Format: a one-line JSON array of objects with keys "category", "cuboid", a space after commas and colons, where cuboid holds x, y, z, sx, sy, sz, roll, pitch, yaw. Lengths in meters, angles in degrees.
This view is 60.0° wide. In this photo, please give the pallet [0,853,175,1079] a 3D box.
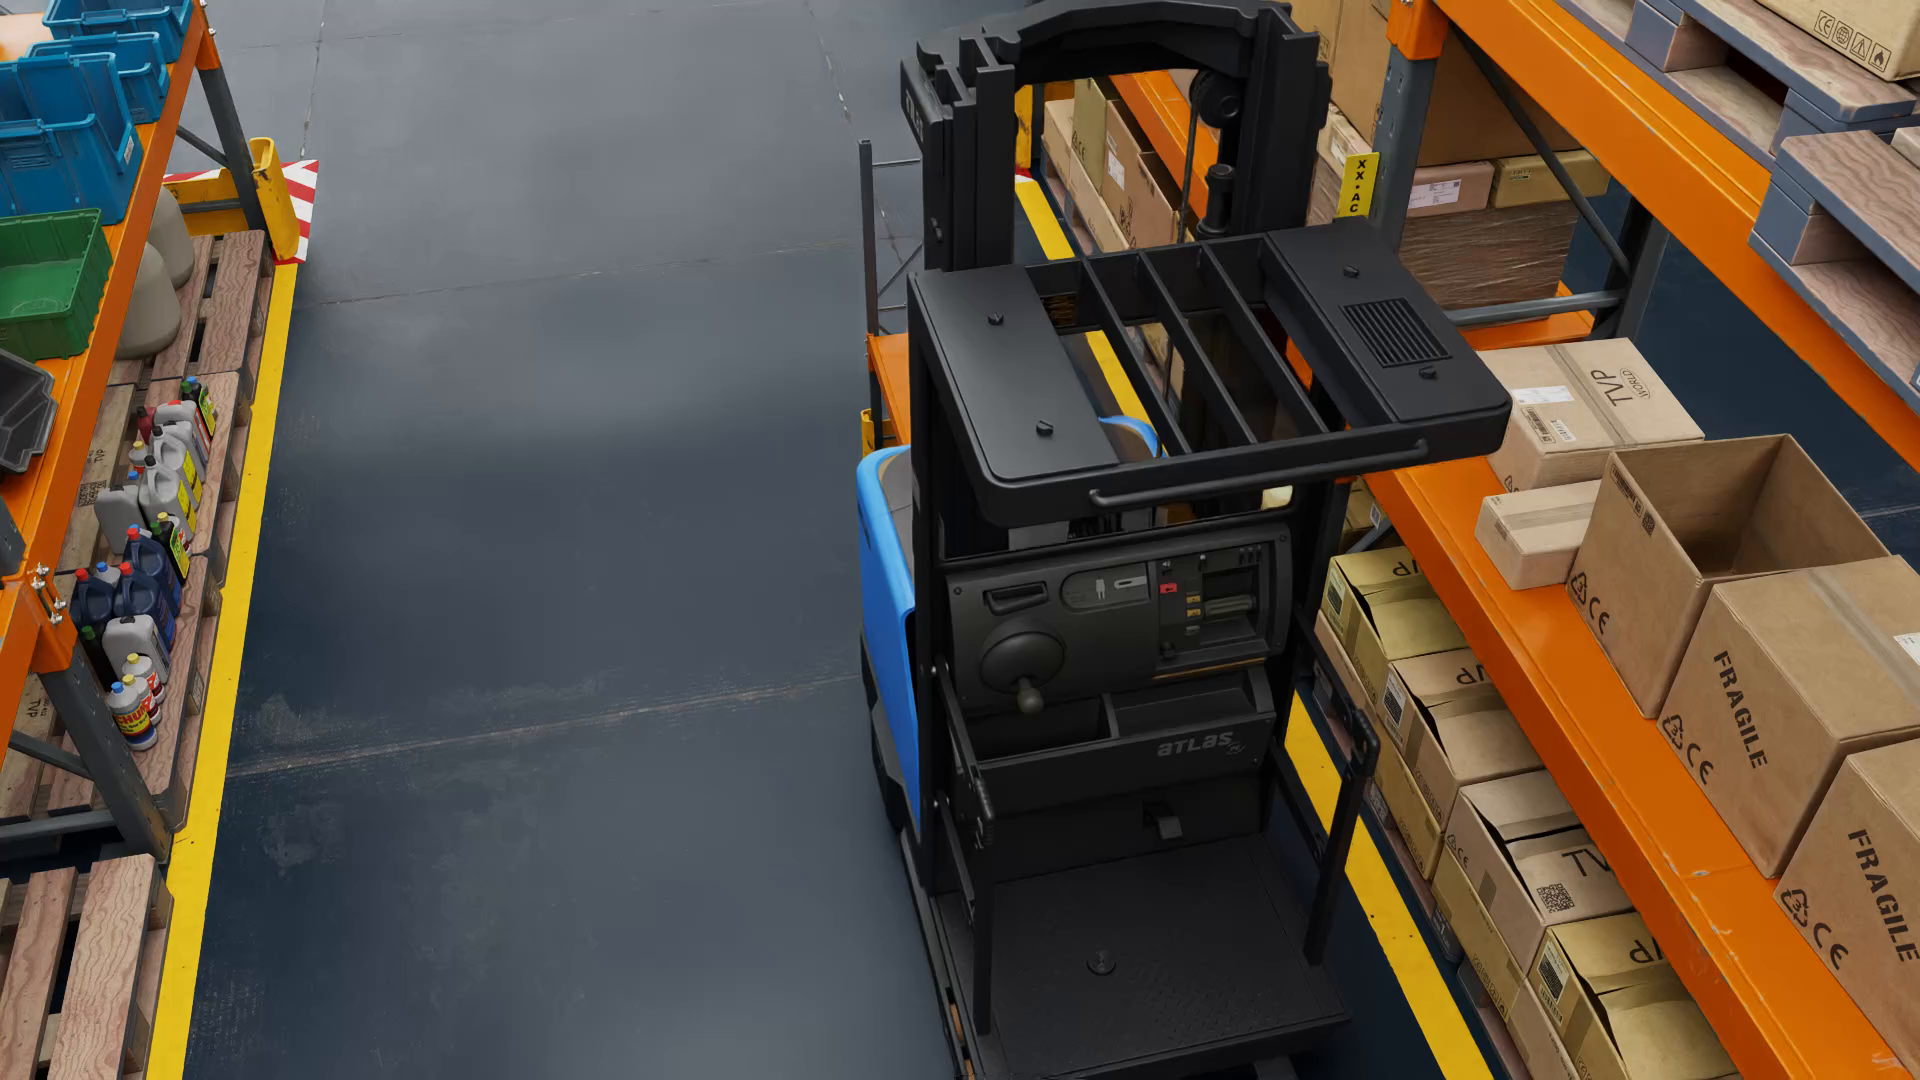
[{"category": "pallet", "cuboid": [-2.928, 1.539, 4.857, 1.003, 0.211, 1.213, -8, 42, -9]}]

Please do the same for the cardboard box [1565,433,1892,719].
[{"category": "cardboard box", "cuboid": [1.965, 0.090, 4.314, 0.500, 0.500, 0.500, -6, 42, -6]}]

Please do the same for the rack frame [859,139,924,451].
[{"category": "rack frame", "cuboid": [-0.128, -0.946, 6.686, 0.500, 1.500, 0.032, -8, 42, -9]}]

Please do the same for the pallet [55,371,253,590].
[{"category": "pallet", "cuboid": [-3.507, -0.198, 6.814, 1.003, 0.211, 1.213, -8, 42, -9]}]

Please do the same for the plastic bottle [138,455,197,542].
[{"category": "plastic bottle", "cuboid": [-3.037, -0.162, 6.337, 0.144, 0.351, 0.185, -9, 42, -10]}]

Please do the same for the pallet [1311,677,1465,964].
[{"category": "pallet", "cuboid": [1.899, 0.800, 5.690, 1.003, 0.211, 1.213, -8, 42, -9]}]

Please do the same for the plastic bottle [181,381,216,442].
[{"category": "plastic bottle", "cuboid": [-3.131, -0.548, 6.823, 0.061, 0.283, 0.133, -7, 42, -8]}]

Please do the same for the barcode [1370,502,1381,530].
[{"category": "barcode", "cuboid": [1.350, -0.078, 5.407, 0.001, 0.075, 0.075, -8, 42, -9]}]

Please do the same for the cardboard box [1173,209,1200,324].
[{"category": "cardboard box", "cuboid": [1.180, -1.042, 6.855, 0.500, 0.500, 0.500, -8, 42, -9]}]

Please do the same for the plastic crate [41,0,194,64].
[{"category": "plastic crate", "cuboid": [-3.599, -2.263, 7.152, 0.499, 0.251, 0.616, -8, 42, -9]}]

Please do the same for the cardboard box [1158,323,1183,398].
[{"category": "cardboard box", "cuboid": [1.168, -0.760, 7.102, 0.500, 0.250, 0.500, -8, 42, -9]}]

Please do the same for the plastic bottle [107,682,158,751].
[{"category": "plastic bottle", "cuboid": [-2.776, 0.579, 5.562, 0.097, 0.271, 0.097, 0, 42, 0]}]

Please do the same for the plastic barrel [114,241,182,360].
[{"category": "plastic barrel", "cuboid": [-3.674, -1.086, 7.272, 0.421, 0.512, 0.421, 0, 42, 0]}]

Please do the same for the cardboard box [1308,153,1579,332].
[{"category": "cardboard box", "cuboid": [1.600, -1.039, 5.585, 0.700, 0.500, 0.500, -9, 42, -10]}]

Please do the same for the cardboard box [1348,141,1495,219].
[{"category": "cardboard box", "cuboid": [1.434, -1.140, 5.211, 0.380, 0.149, 0.250, -8, 42, -9]}]

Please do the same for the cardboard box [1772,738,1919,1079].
[{"category": "cardboard box", "cuboid": [2.187, 0.755, 3.564, 0.500, 0.500, 0.500, -10, 43, -12]}]

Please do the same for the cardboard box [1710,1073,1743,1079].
[{"category": "cardboard box", "cuboid": [1.987, 1.572, 4.052, 0.500, 0.311, 0.500, -9, 42, -10]}]

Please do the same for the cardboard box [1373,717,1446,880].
[{"category": "cardboard box", "cuboid": [1.656, 0.785, 5.361, 0.500, 0.250, 0.500, -7, 42, -8]}]

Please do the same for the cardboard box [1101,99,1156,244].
[{"category": "cardboard box", "cuboid": [0.967, -1.691, 7.586, 0.500, 0.500, 0.500, -8, 42, -9]}]

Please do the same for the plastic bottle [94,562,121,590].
[{"category": "plastic bottle", "cuboid": [-3.054, 0.189, 6.001, 0.097, 0.271, 0.097, 0, 42, 0]}]

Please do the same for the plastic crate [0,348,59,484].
[{"category": "plastic crate", "cuboid": [-3.124, -0.342, 4.922, 0.767, 0.338, 0.504, -8, 42, -9]}]

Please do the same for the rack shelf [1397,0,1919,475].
[{"category": "rack shelf", "cuboid": [2.134, -0.271, 3.078, 1.077, 0.370, 4.000, -8, 42, -9]}]

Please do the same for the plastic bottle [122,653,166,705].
[{"category": "plastic bottle", "cuboid": [-2.820, 0.473, 5.734, 0.097, 0.201, 0.097, 0, 42, 0]}]

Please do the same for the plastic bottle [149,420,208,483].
[{"category": "plastic bottle", "cuboid": [-3.117, -0.361, 6.618, 0.152, 0.276, 0.135, -9, 42, -10]}]

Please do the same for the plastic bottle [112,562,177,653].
[{"category": "plastic bottle", "cuboid": [-2.905, 0.236, 5.888, 0.144, 0.351, 0.185, -7, 42, -8]}]

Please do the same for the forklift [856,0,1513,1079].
[{"category": "forklift", "cuboid": [0.480, 0.293, 4.212, 1.130, 2.935, 3.031, -9, 42, -10]}]

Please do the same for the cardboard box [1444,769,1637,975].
[{"category": "cardboard box", "cuboid": [1.764, 0.911, 4.797, 0.500, 0.311, 0.500, -10, 43, -11]}]

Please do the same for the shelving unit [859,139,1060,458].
[{"category": "shelving unit", "cuboid": [-0.016, -0.610, 6.308, 0.587, 1.500, 1.083, -8, 42, -9]}]

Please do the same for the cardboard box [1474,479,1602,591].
[{"category": "cardboard box", "cuboid": [1.693, -0.017, 4.699, 0.380, 0.149, 0.250, -8, 42, -9]}]

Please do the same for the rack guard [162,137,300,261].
[{"category": "rack guard", "cuboid": [-3.937, -1.623, 8.202, 1.175, 0.500, 0.348, -8, 42, -9]}]

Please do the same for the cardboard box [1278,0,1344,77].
[{"category": "cardboard box", "cuboid": [1.490, -1.851, 5.524, 0.700, 0.500, 0.500, -8, 42, -9]}]

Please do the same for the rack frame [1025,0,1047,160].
[{"category": "rack frame", "cuboid": [0.838, -3.308, 8.217, 1.000, 3.000, 0.127, -8, 42, -9]}]

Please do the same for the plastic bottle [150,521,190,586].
[{"category": "plastic bottle", "cuboid": [-2.940, 0.026, 6.176, 0.061, 0.283, 0.133, -7, 42, -7]}]

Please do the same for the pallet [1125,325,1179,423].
[{"category": "pallet", "cuboid": [1.304, -0.986, 7.701, 1.003, 0.211, 1.213, -8, 42, -9]}]

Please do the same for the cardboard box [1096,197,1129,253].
[{"category": "cardboard box", "cuboid": [0.956, -1.409, 7.833, 0.500, 0.250, 0.500, -8, 42, -9]}]

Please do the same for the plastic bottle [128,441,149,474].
[{"category": "plastic bottle", "cuboid": [-3.235, -0.303, 6.609, 0.097, 0.201, 0.097, 0, 42, 0]}]

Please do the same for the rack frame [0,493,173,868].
[{"category": "rack frame", "cuboid": [-3.136, -0.007, 4.499, 1.000, 3.000, 0.127, -8, 42, -9]}]

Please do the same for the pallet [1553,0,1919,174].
[{"category": "pallet", "cuboid": [1.905, -1.195, 3.721, 0.805, 0.209, 1.217, -10, 43, -11]}]

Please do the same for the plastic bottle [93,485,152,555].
[{"category": "plastic bottle", "cuboid": [-3.176, -0.096, 6.319, 0.152, 0.276, 0.135, -8, 42, -9]}]

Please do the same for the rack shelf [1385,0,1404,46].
[{"category": "rack shelf", "cuboid": [1.270, -2.864, 5.999, 1.077, 0.370, 4.000, -8, 42, -9]}]

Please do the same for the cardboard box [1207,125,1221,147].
[{"category": "cardboard box", "cuboid": [1.375, -1.706, 6.336, 0.700, 0.500, 0.500, -8, 42, -9]}]

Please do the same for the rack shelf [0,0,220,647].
[{"category": "rack shelf", "cuboid": [-3.567, -1.035, 6.198, 1.077, 0.370, 4.000, -8, 42, -9]}]

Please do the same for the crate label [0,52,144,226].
[{"category": "crate label", "cuboid": [-3.338, -1.459, 6.108, 0.502, 0.435, 0.616, -8, 42, -9]}]

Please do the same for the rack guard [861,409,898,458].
[{"category": "rack guard", "cuboid": [-0.124, -0.466, 7.086, 0.587, 0.250, 0.087, -8, 42, -9]}]

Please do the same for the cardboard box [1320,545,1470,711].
[{"category": "cardboard box", "cuboid": [1.548, 0.250, 5.541, 0.500, 0.311, 0.500, -8, 42, -9]}]

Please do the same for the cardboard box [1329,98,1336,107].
[{"category": "cardboard box", "cuboid": [1.324, -1.470, 5.583, 0.380, 0.149, 0.250, -10, 42, -11]}]

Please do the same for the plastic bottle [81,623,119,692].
[{"category": "plastic bottle", "cuboid": [-2.977, 0.385, 5.772, 0.061, 0.283, 0.133, -8, 42, -9]}]

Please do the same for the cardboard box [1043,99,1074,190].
[{"category": "cardboard box", "cuboid": [0.737, -2.057, 8.562, 0.500, 0.250, 0.500, -8, 42, -9]}]

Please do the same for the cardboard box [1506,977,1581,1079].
[{"category": "cardboard box", "cuboid": [1.879, 1.450, 4.612, 0.500, 0.250, 0.500, -8, 42, -8]}]
